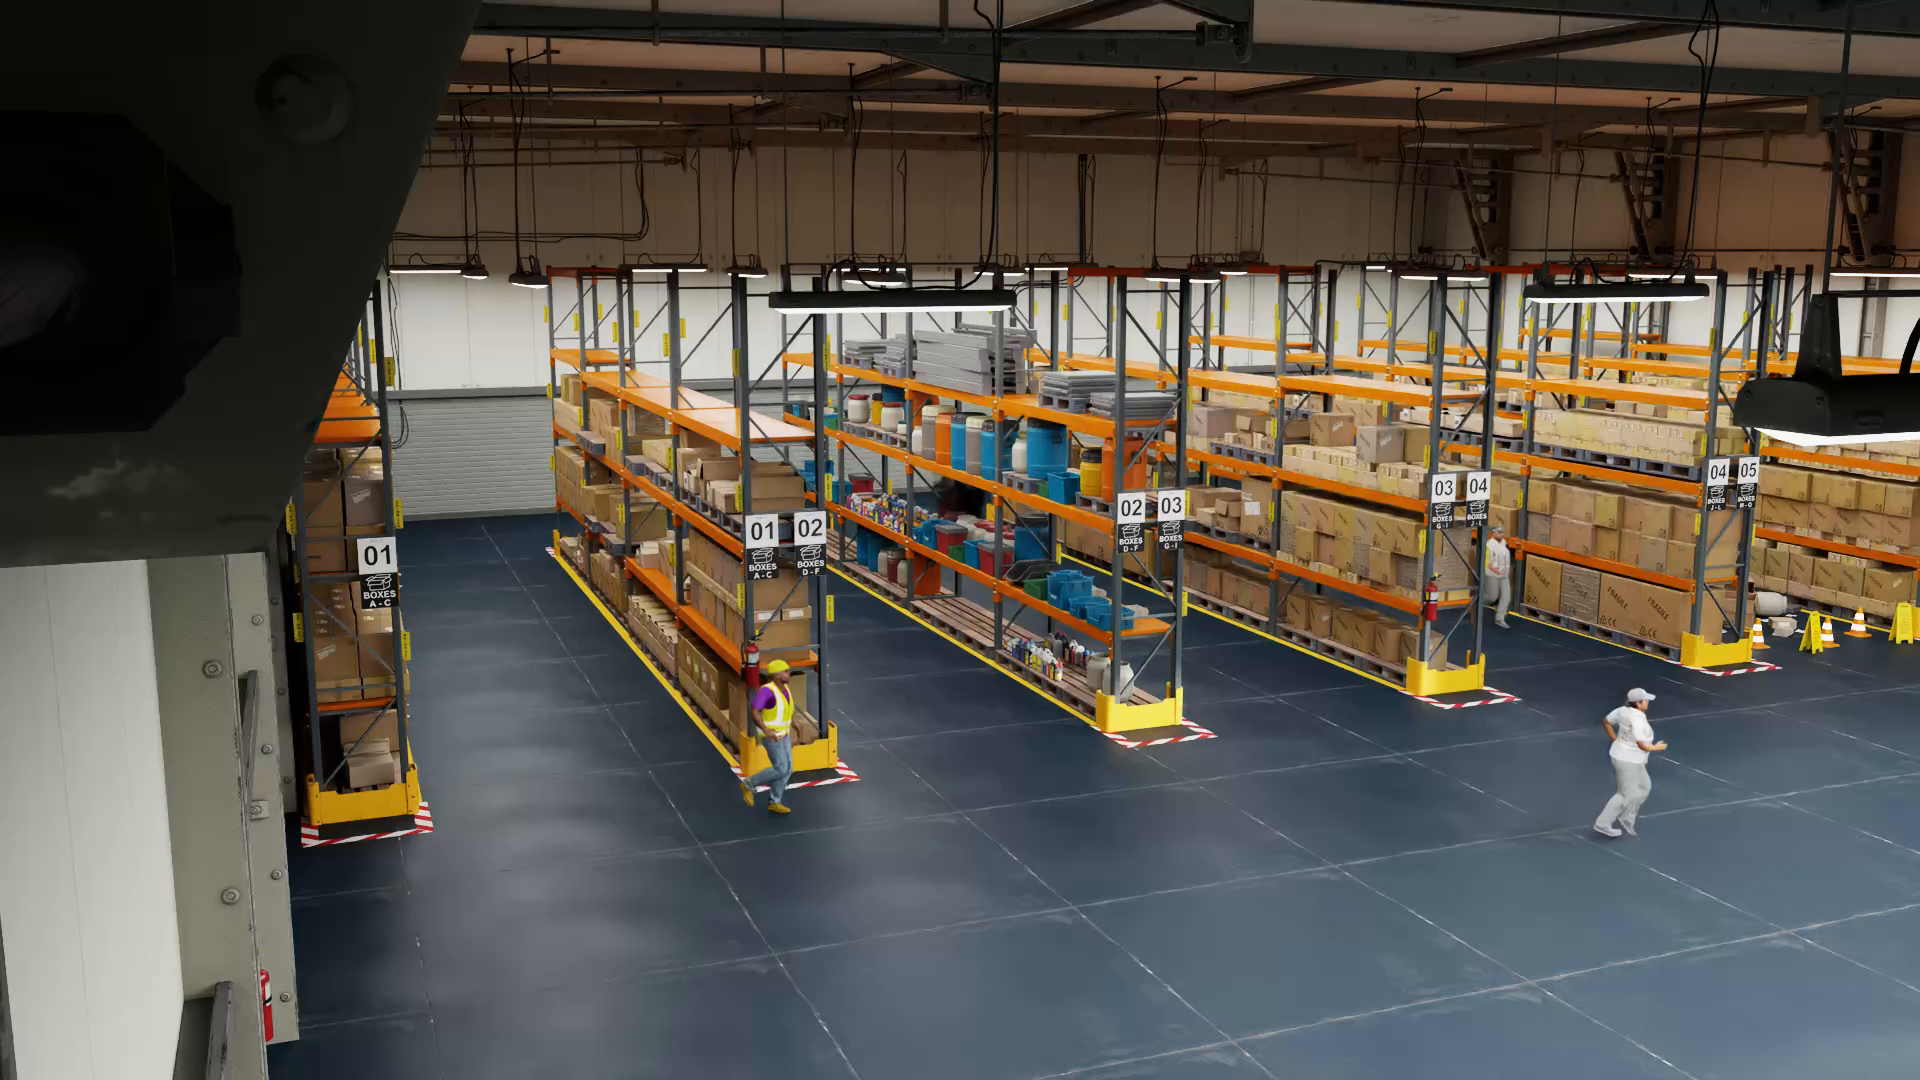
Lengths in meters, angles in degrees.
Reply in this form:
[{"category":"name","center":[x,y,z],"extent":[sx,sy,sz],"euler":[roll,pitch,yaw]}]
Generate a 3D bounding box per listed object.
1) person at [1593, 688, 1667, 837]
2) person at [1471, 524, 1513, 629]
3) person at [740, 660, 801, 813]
[{"category":"person","center":[7.263,2.444,18.030],"extent":[0.715,1.721,0.620],"euler":[1,10,6]},{"category":"person","center":[9.106,0.585,28.337],"extent":[0.663,1.768,0.816],"euler":[-5,11,-26]},{"category":"person","center":[-2.145,2.217,19.052],"extent":[0.594,1.704,0.751],"euler":[3,10,17]}]
